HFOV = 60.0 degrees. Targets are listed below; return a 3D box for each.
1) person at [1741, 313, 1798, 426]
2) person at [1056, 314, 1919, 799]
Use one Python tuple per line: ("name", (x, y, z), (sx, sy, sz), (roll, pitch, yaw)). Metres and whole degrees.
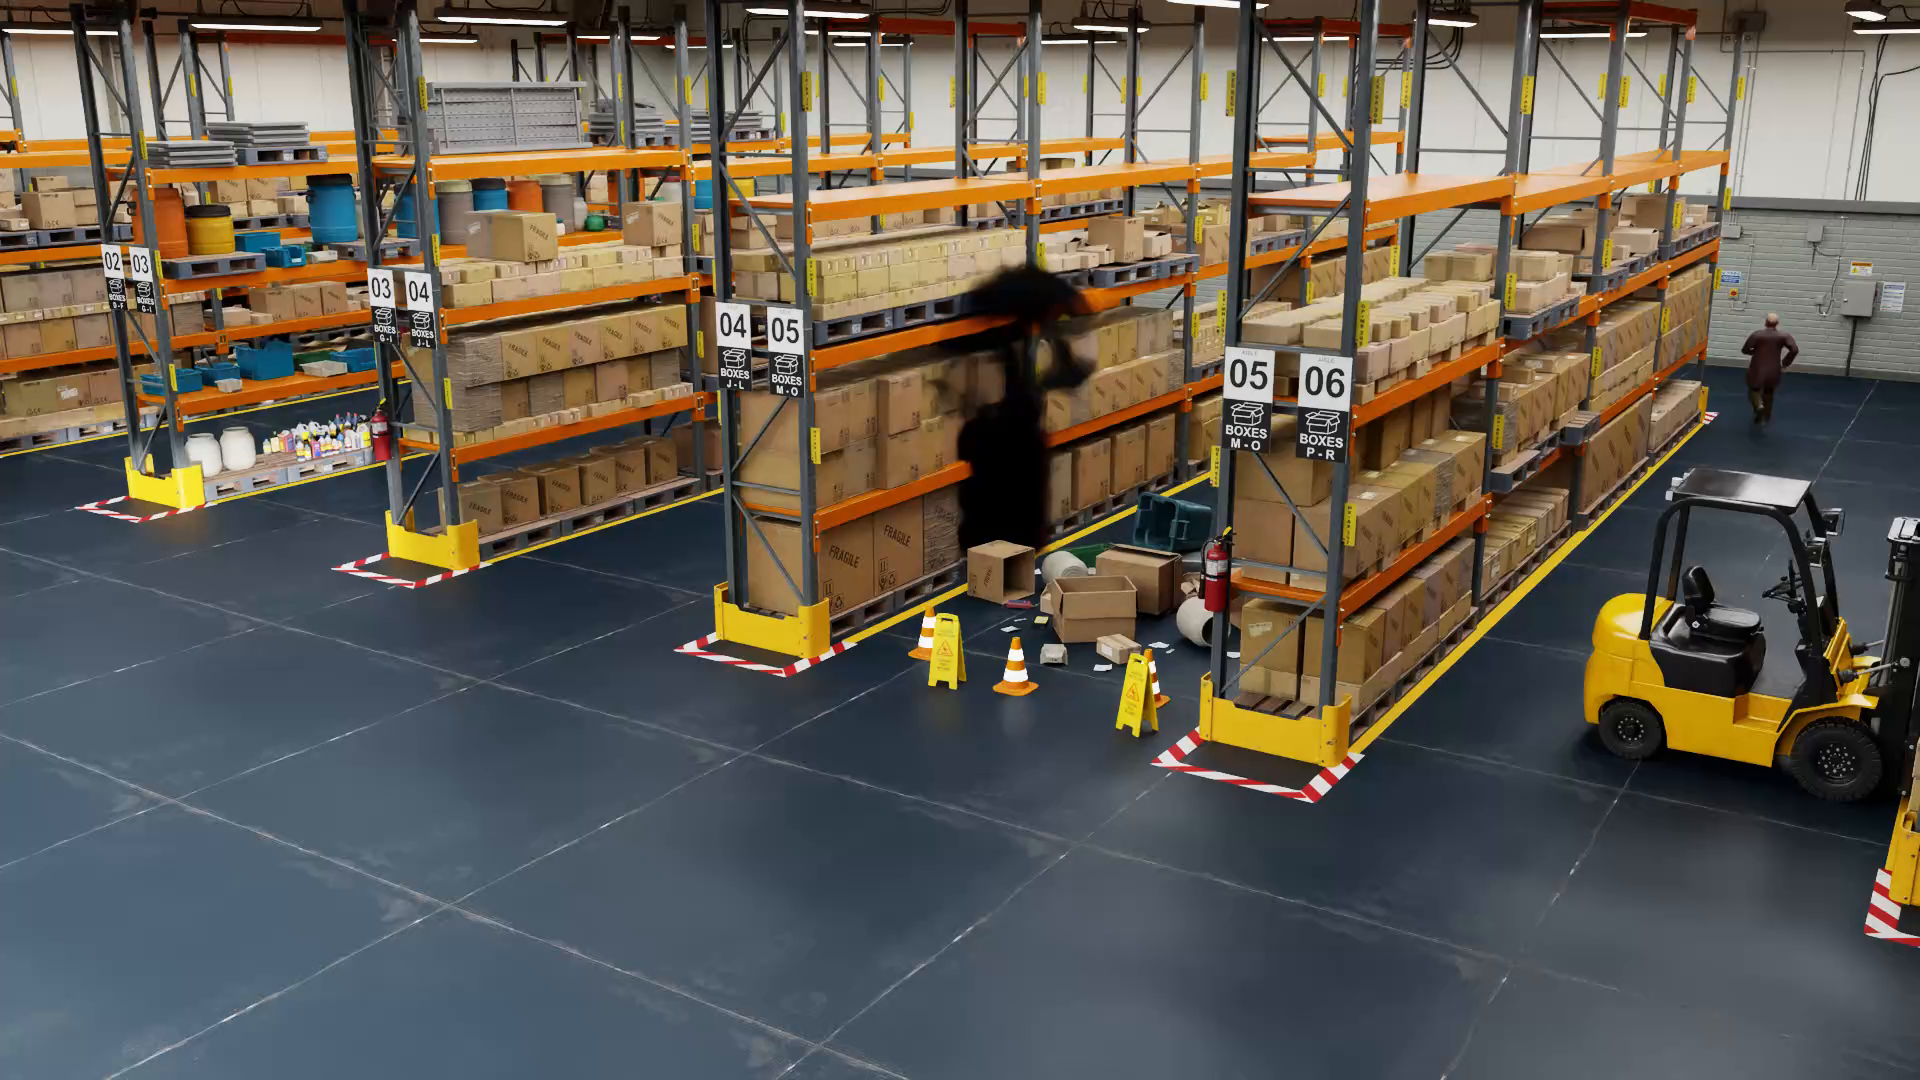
("person", (12.246, -2.580, 25.267), (0.774, 1.755, 0.861), (5, 16, 16))
("person", (4.766, -0.654, 18.302), (11.150, 1.769, 11.729), (6, 16, 19))
